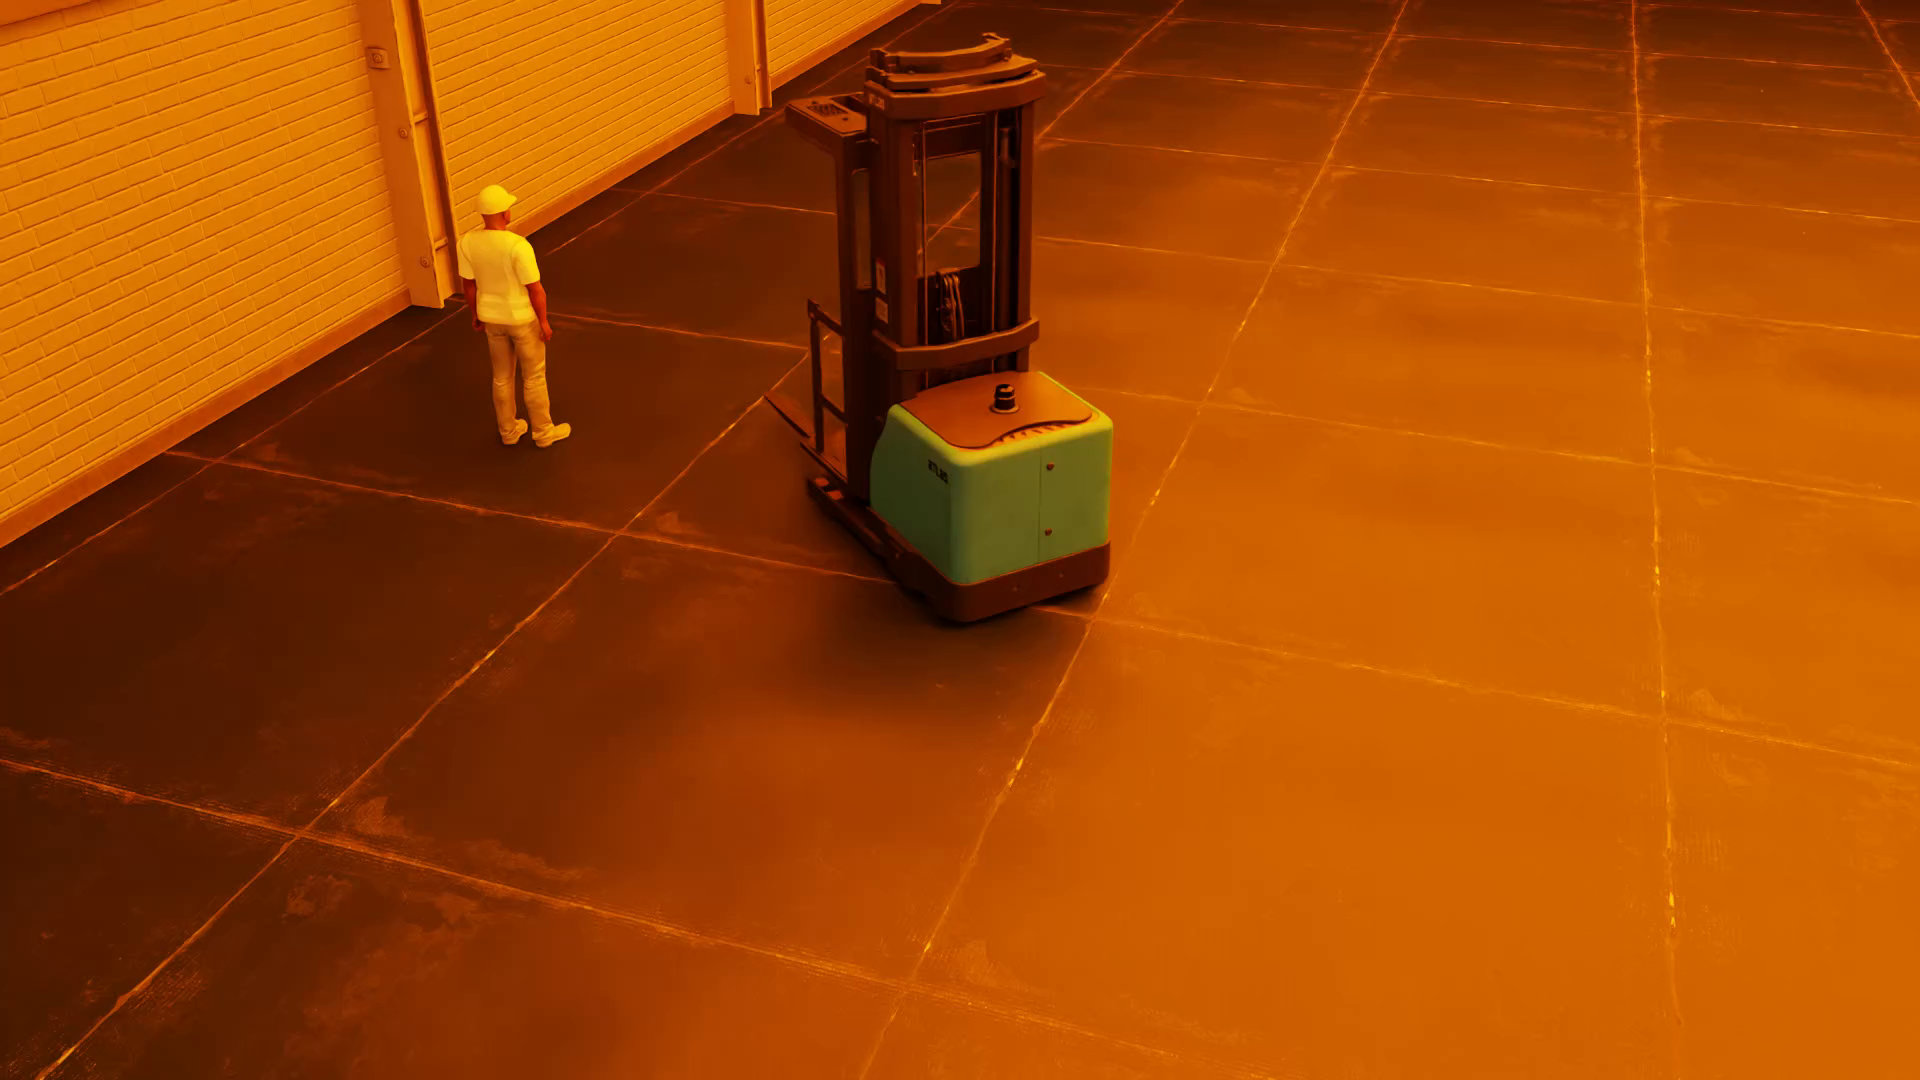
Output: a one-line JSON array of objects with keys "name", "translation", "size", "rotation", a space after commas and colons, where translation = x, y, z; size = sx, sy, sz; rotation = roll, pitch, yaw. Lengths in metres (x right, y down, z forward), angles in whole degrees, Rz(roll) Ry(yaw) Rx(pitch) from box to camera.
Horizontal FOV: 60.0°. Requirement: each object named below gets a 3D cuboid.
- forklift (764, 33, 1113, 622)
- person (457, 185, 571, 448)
[{"name": "forklift", "translation": [-0.308, -1.519, 9.800], "size": [1.130, 2.935, 3.031], "rotation": [-16, 33, -25]}, {"name": "person", "translation": [-2.927, -1.458, 10.869], "size": [0.562, 1.771, 0.370], "rotation": [8, 31, 14]}]
